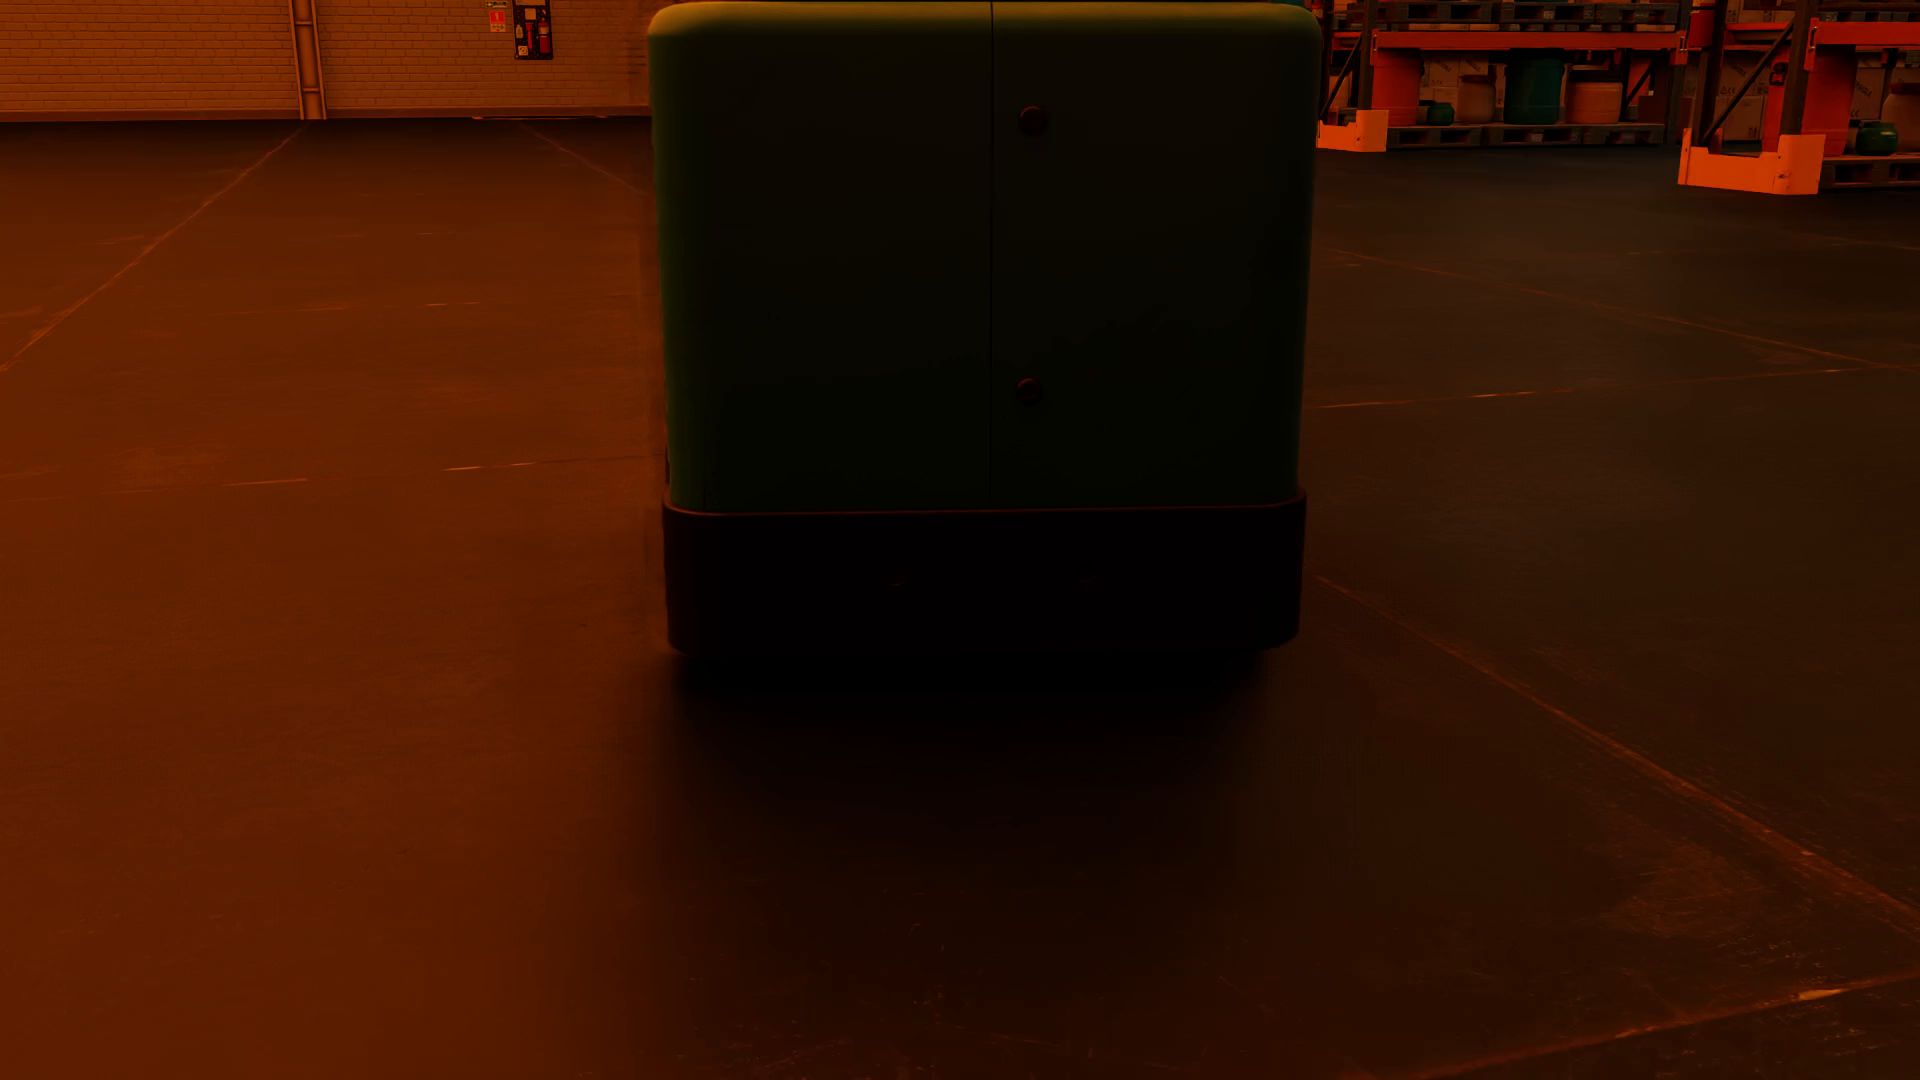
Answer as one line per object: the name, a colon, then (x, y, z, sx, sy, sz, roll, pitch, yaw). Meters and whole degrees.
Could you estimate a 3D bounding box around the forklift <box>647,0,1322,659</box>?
forklift: (-0.037, -1.578, 3.740, 1.130, 2.935, 3.031, -1, 16, -3)
